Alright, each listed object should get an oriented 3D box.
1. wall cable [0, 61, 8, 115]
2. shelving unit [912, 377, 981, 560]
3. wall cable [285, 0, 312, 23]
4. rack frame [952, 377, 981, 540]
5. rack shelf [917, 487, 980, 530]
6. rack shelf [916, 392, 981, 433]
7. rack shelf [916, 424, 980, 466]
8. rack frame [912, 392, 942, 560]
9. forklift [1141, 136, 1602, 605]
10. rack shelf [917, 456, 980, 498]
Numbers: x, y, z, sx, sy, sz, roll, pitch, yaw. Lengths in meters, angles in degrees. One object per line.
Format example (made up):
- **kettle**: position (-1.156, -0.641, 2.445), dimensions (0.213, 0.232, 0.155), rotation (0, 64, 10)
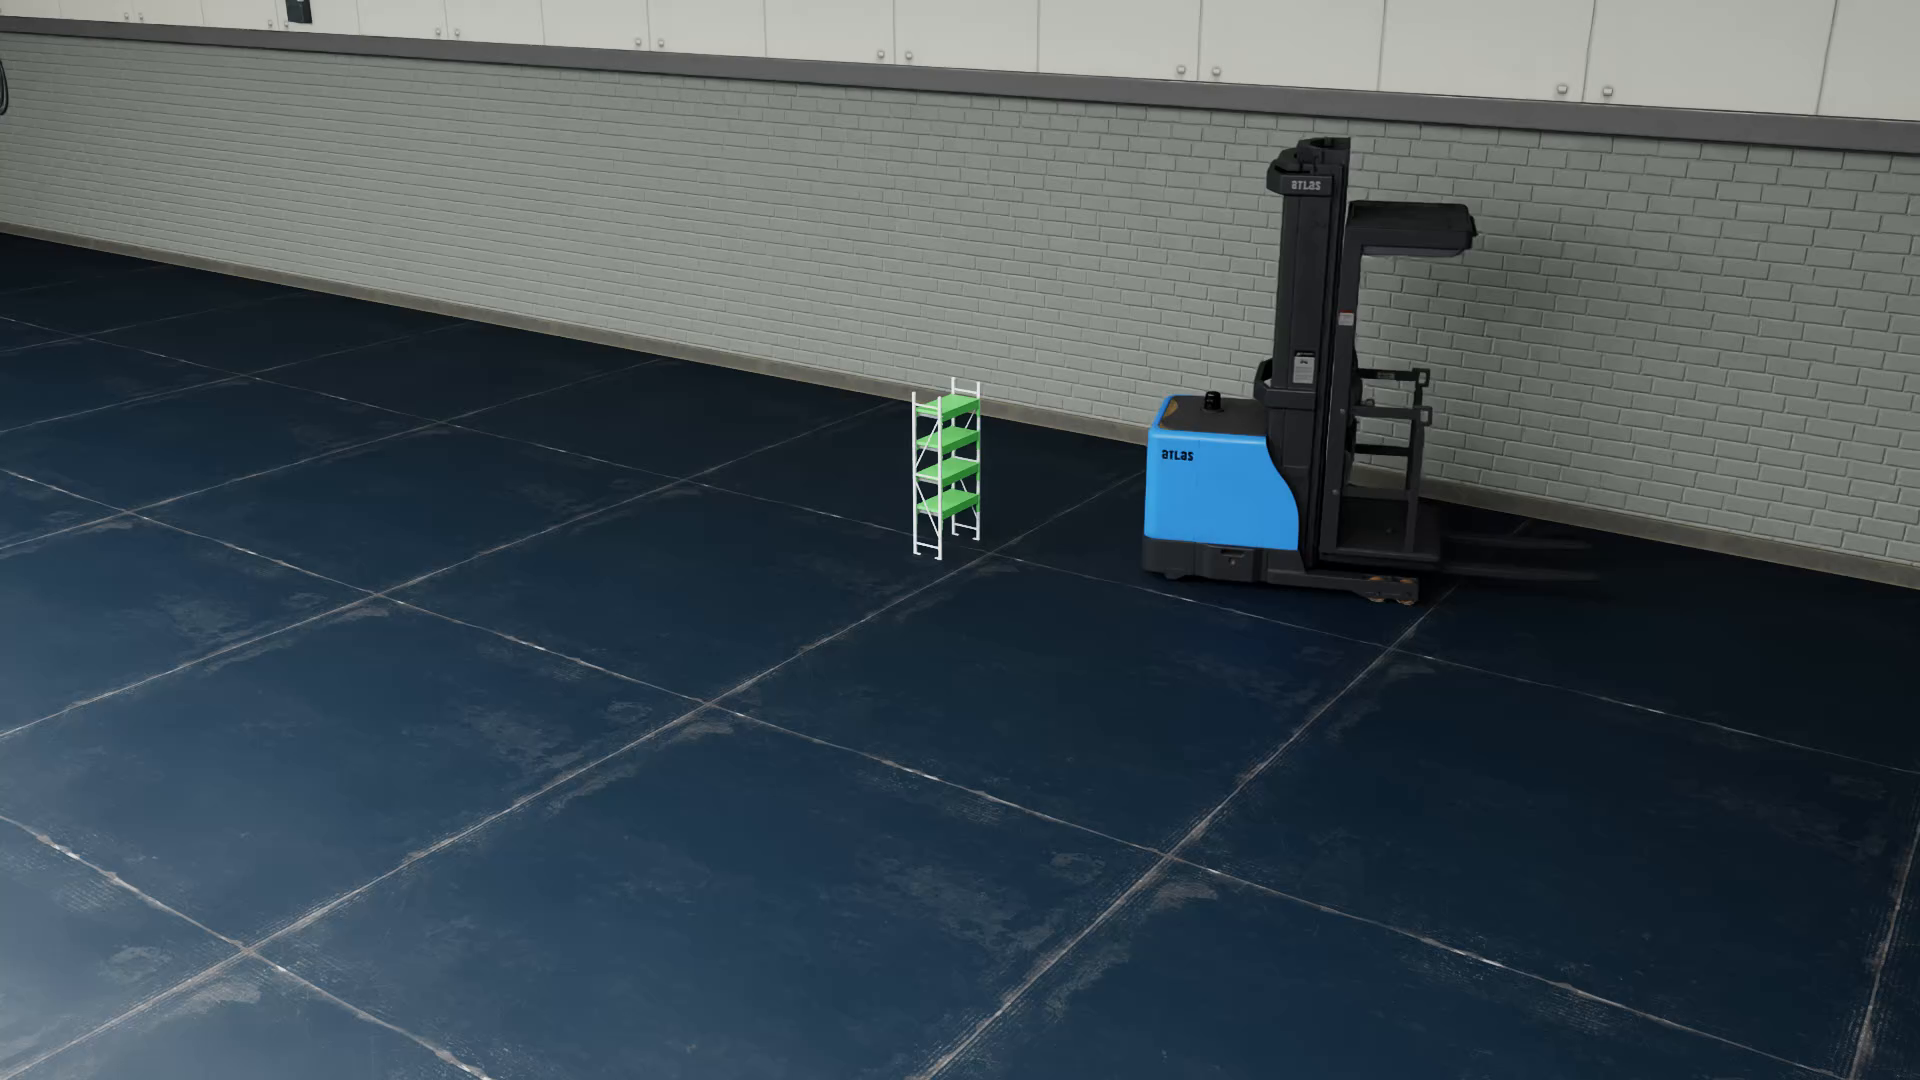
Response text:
- **wall cable**: position (-14.664, -7.415, 23.816), dimensions (3.097, 2.526, 0.112), rotation (13, 24, 32)
- **shelving unit**: position (-0.093, -0.515, 11.928), dimensions (0.258, 1.200, 0.503), rotation (13, 24, 32)
- **wall cable**: position (-6.822, -8.611, 17.670), dimensions (2.305, 6.003, 0.169), rotation (13, 24, 32)
- **rack frame**: position (0.044, -0.585, 12.118), dimensions (0.240, 1.200, 0.015), rotation (13, 24, 32)
- **rack shelf**: position (-0.093, -0.230, 12.034), dimensions (0.258, 0.148, 0.480), rotation (13, 24, 32)
- **rack shelf**: position (-0.093, -0.906, 11.784), dimensions (0.258, 0.148, 0.480), rotation (13, 24, 32)
- **rack shelf**: position (-0.093, -0.680, 11.867), dimensions (0.258, 0.148, 0.480), rotation (13, 24, 32)
- **rack frame**: position (-0.230, -0.445, 11.739), dimensions (0.240, 1.200, 0.015), rotation (13, 24, 32)
- **forklift**: position (2.830, -1.146, 11.139), dimensions (3.031, 2.935, 1.130), rotation (5, 21, 13)
- **rack shelf**: position (-0.093, -0.455, 11.951), dimensions (0.258, 0.148, 0.480), rotation (13, 24, 32)
